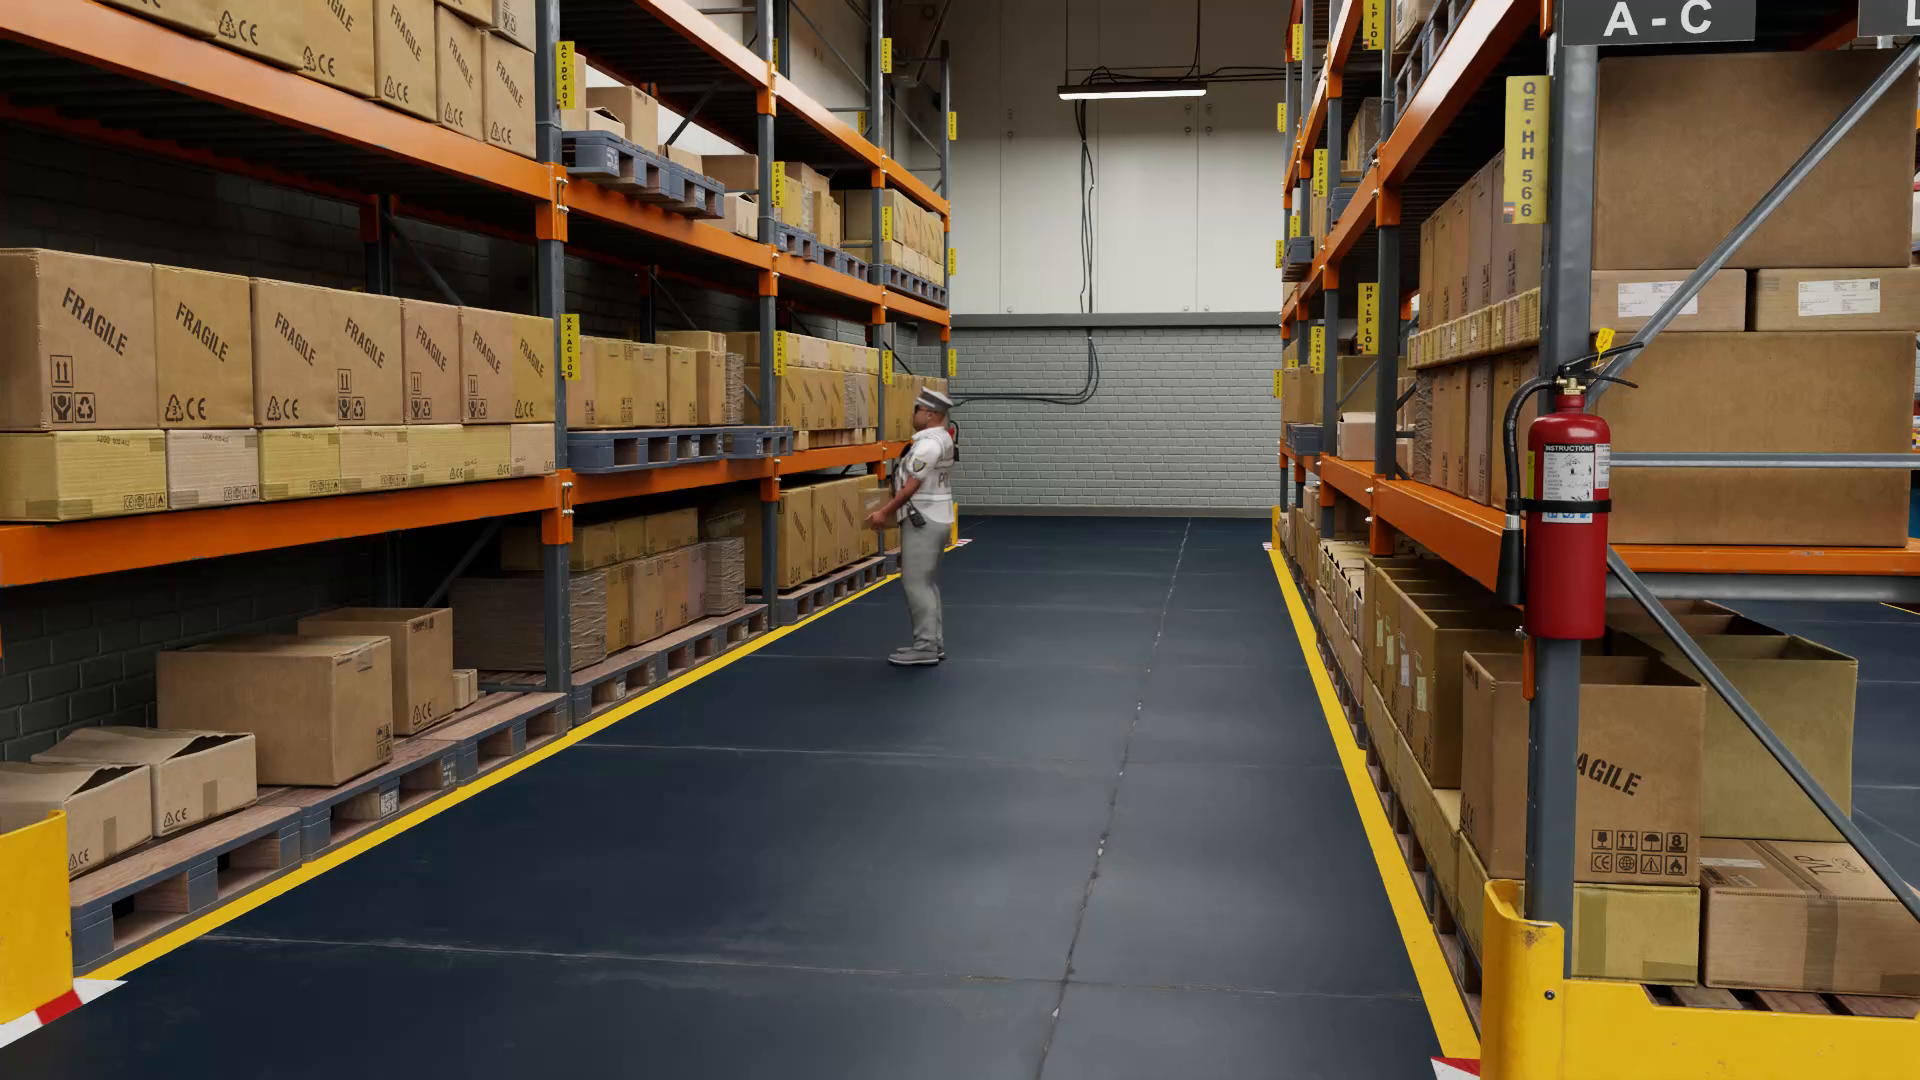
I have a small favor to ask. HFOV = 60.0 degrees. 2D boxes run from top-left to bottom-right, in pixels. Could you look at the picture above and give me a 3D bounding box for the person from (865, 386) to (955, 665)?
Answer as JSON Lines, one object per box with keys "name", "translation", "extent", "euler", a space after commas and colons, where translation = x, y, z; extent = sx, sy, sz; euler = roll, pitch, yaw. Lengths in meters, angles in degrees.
{"name": "person", "translation": [-0.315, -0.100, 10.684], "extent": [0.557, 1.778, 0.501], "euler": [1, 4, 8]}
